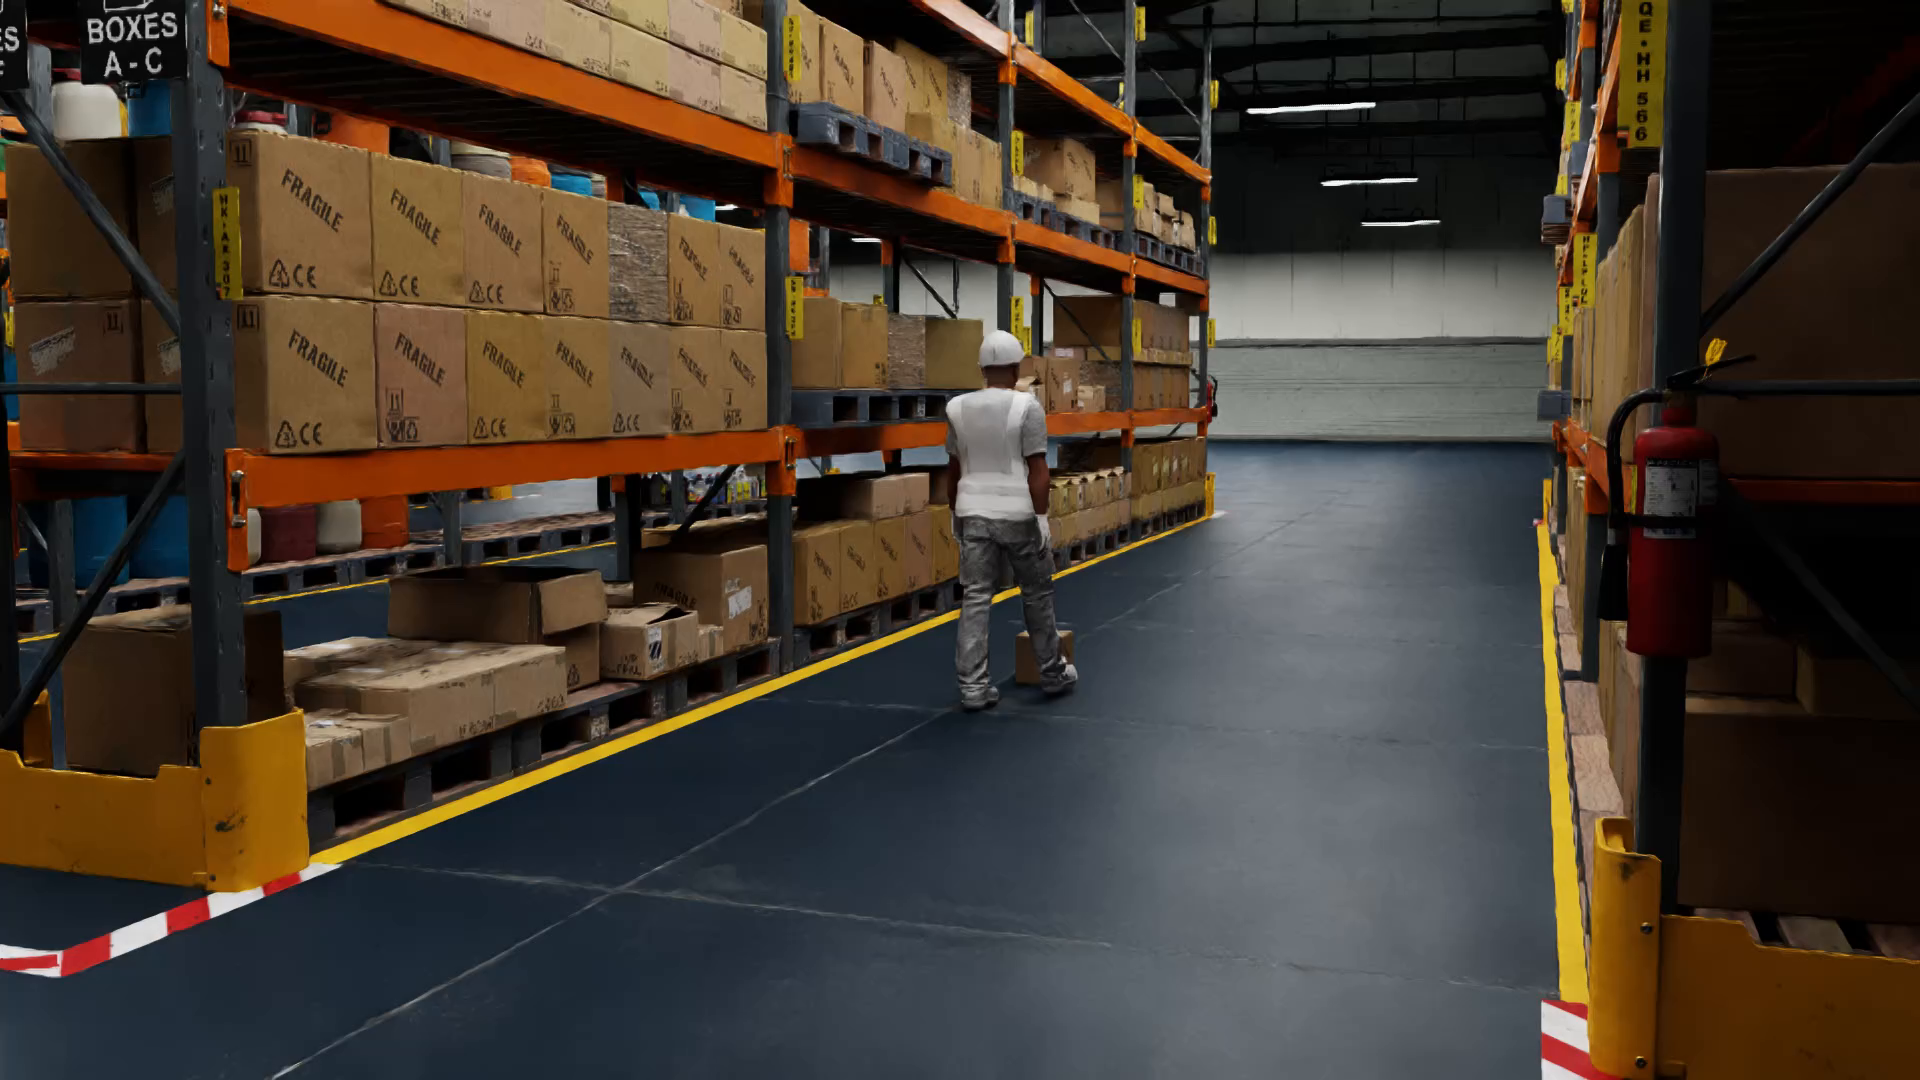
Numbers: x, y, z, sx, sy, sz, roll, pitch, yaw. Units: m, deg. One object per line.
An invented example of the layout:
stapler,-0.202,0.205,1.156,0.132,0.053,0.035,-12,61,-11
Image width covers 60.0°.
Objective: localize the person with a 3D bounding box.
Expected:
person,0.242,-0.119,8.048,0.554,1.767,0.771,2,6,23
